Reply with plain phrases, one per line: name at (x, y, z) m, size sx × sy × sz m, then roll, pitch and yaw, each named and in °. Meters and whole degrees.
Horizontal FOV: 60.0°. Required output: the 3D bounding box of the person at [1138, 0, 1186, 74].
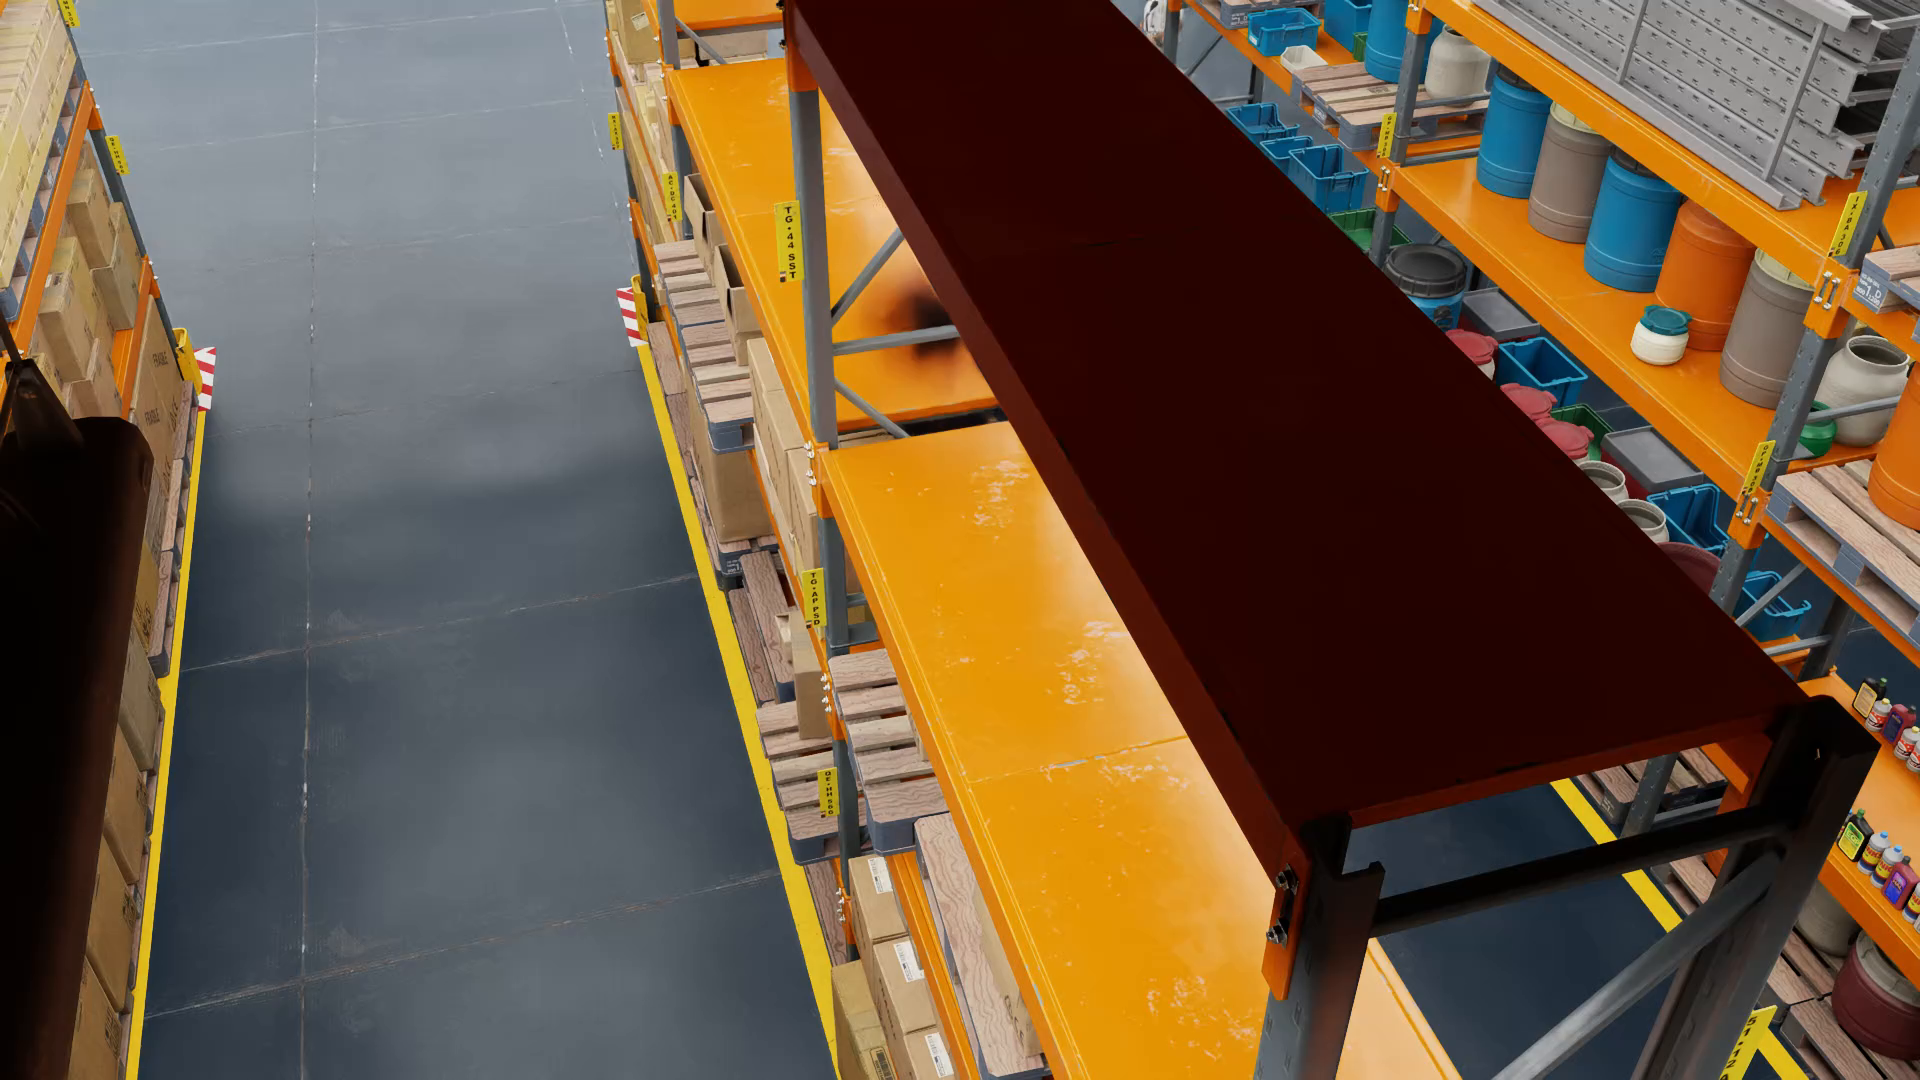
person at (2.271, -5.572, 18.561) m, size 0.643 × 1.625 × 0.617 m, roll 1°, pitch 38°, yaw 1°
